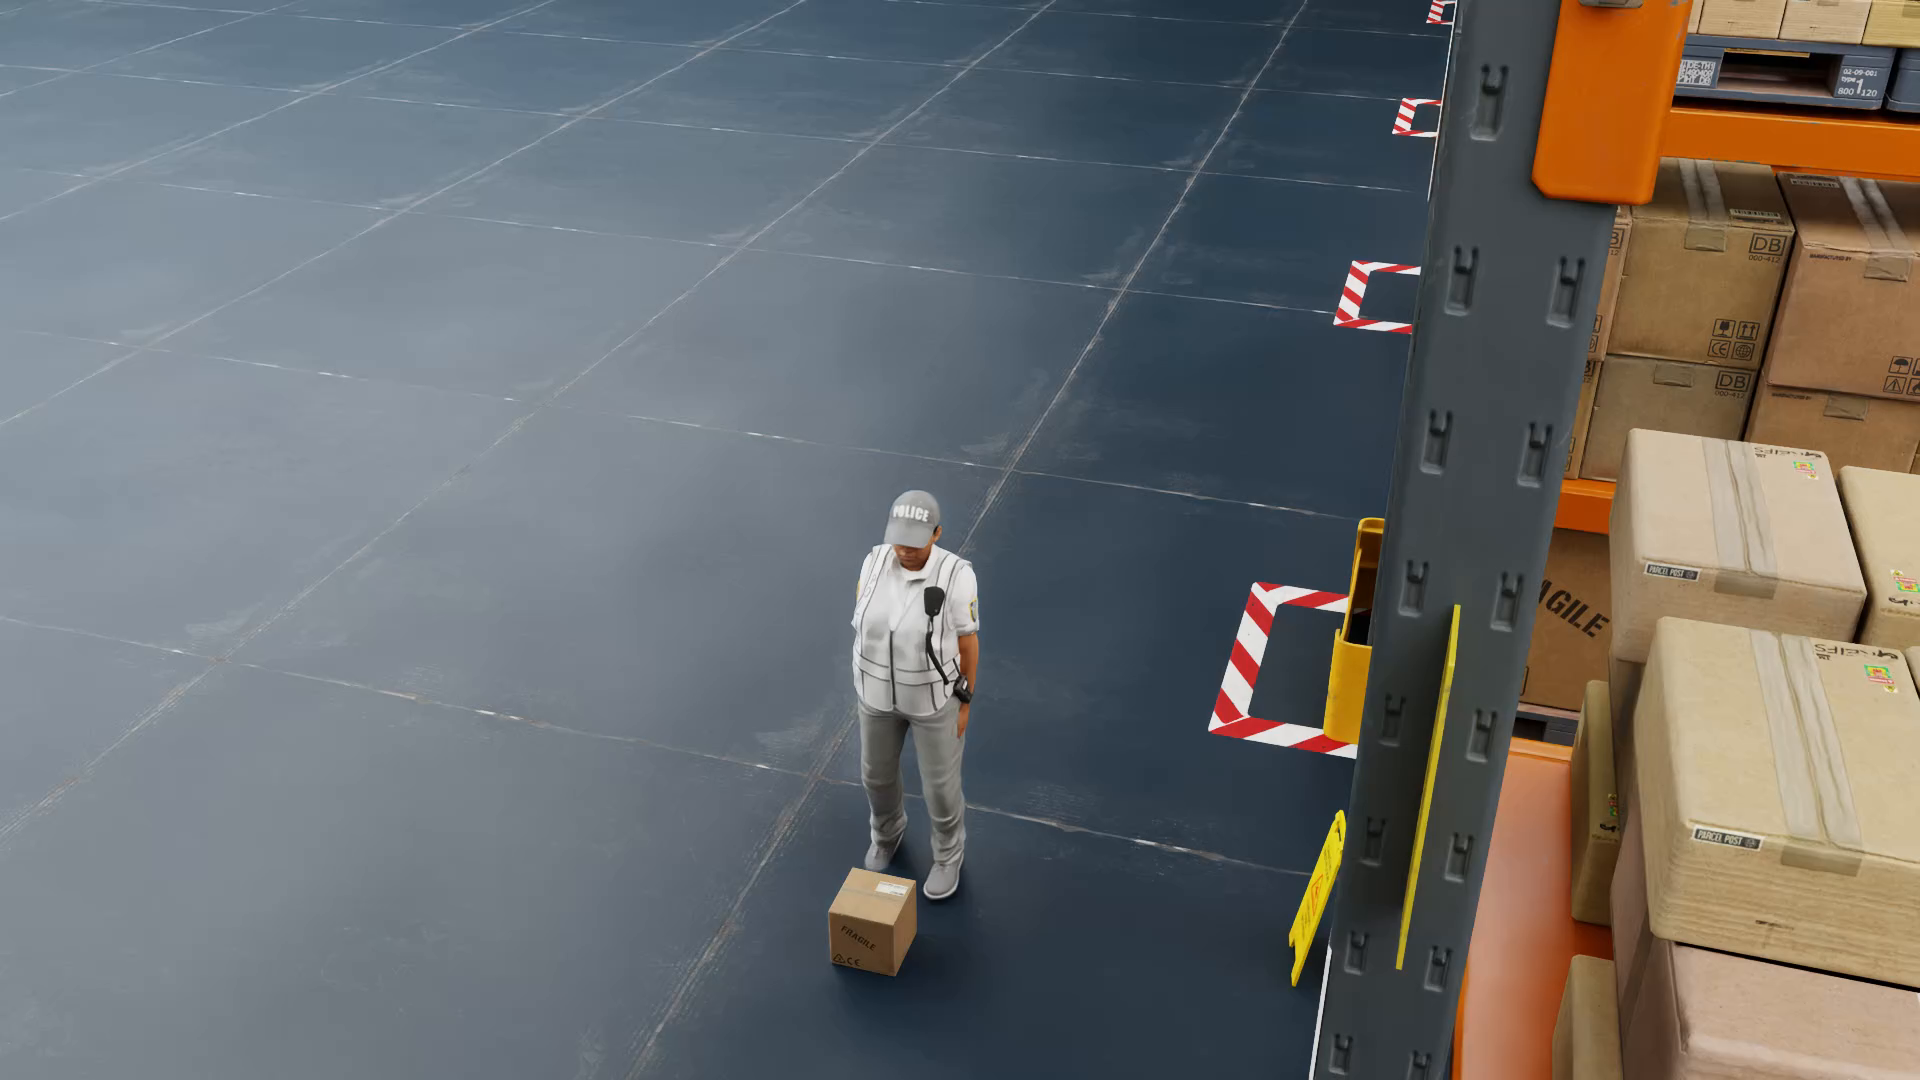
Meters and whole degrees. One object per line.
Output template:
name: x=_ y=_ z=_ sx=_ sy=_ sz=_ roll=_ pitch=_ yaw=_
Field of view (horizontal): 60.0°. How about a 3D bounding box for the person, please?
person: x=-0.165 y=0.594 z=6.130 sx=0.467 sy=1.706 sz=0.388 roll=9 pitch=31 yaw=16
